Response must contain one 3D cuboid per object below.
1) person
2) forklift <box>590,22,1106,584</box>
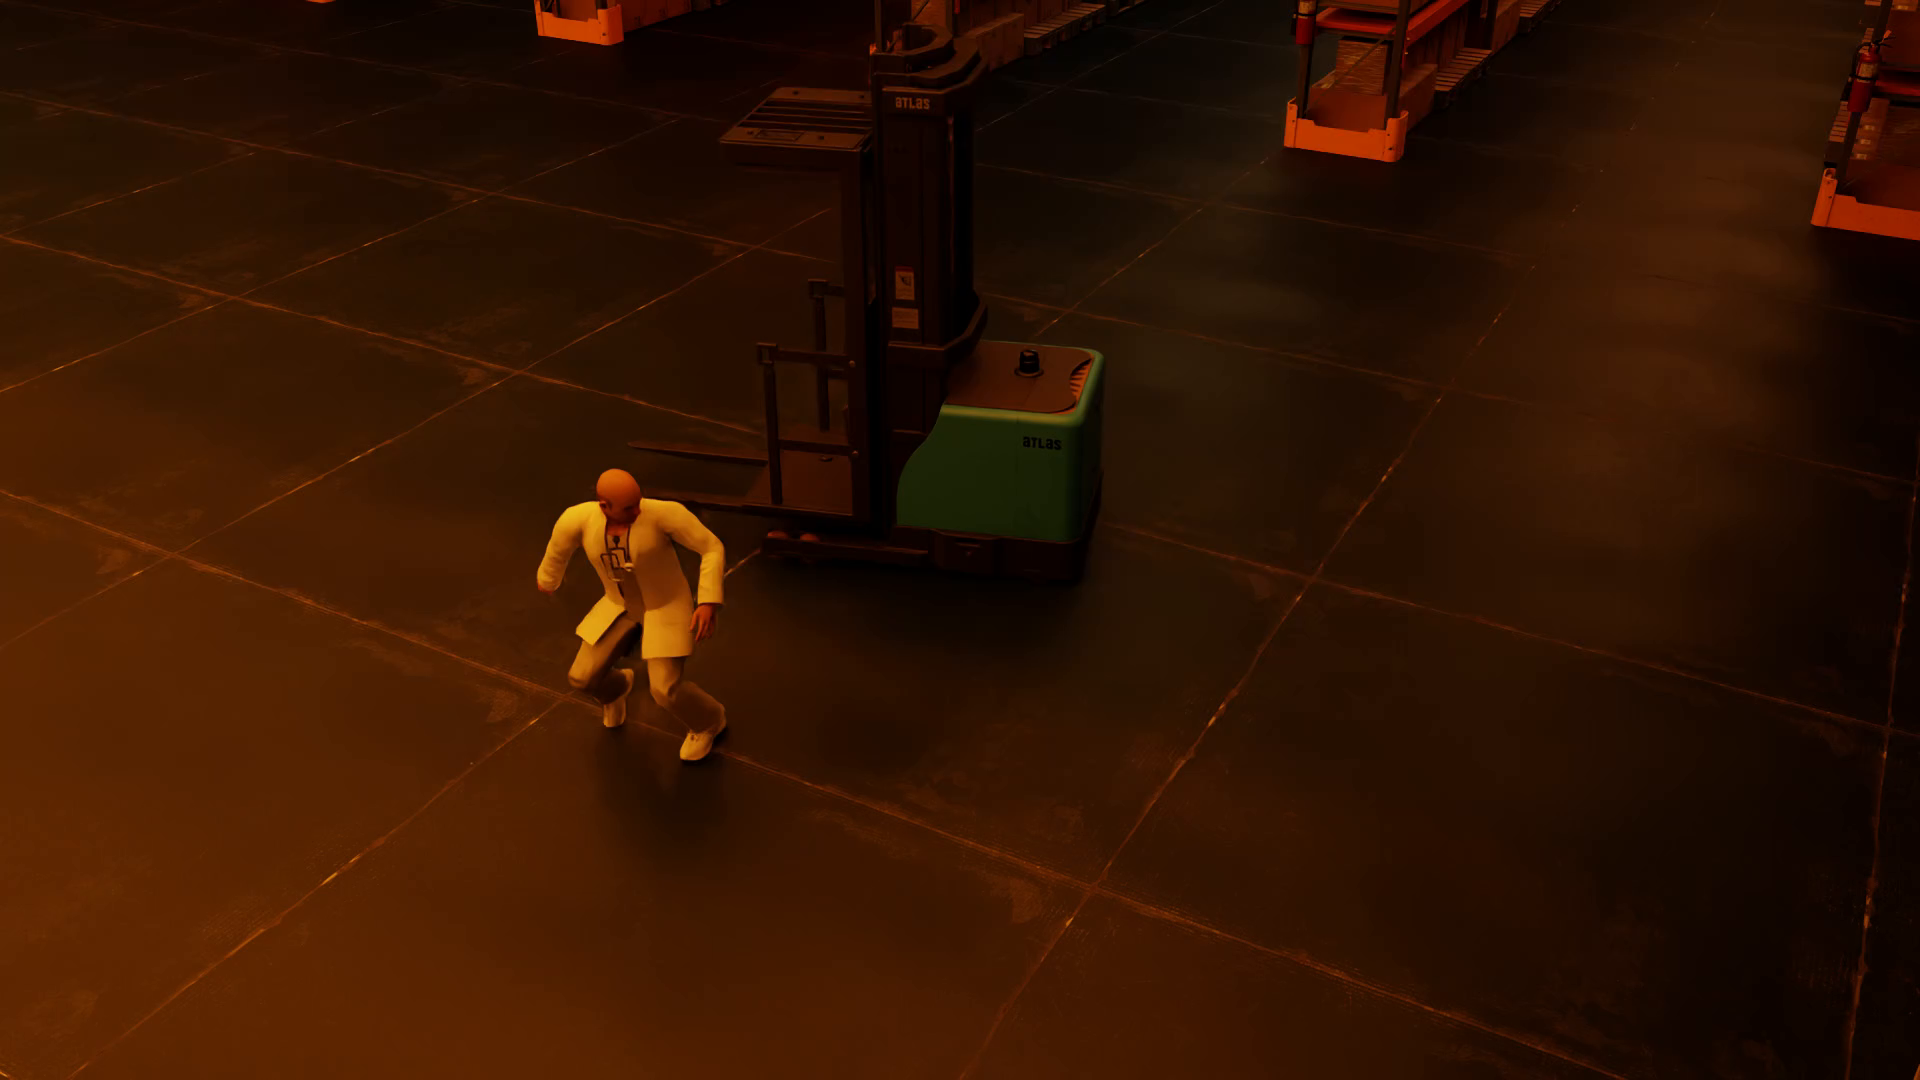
[{"bbox_3d":[-1.571,0.347,7.886,1.057,1.670,0.513,7,31,11],"label":"person"},{"bbox_3d":[-0.698,-1.387,9.473,3.031,2.935,1.130,6,31,11],"label":"forklift"}]
